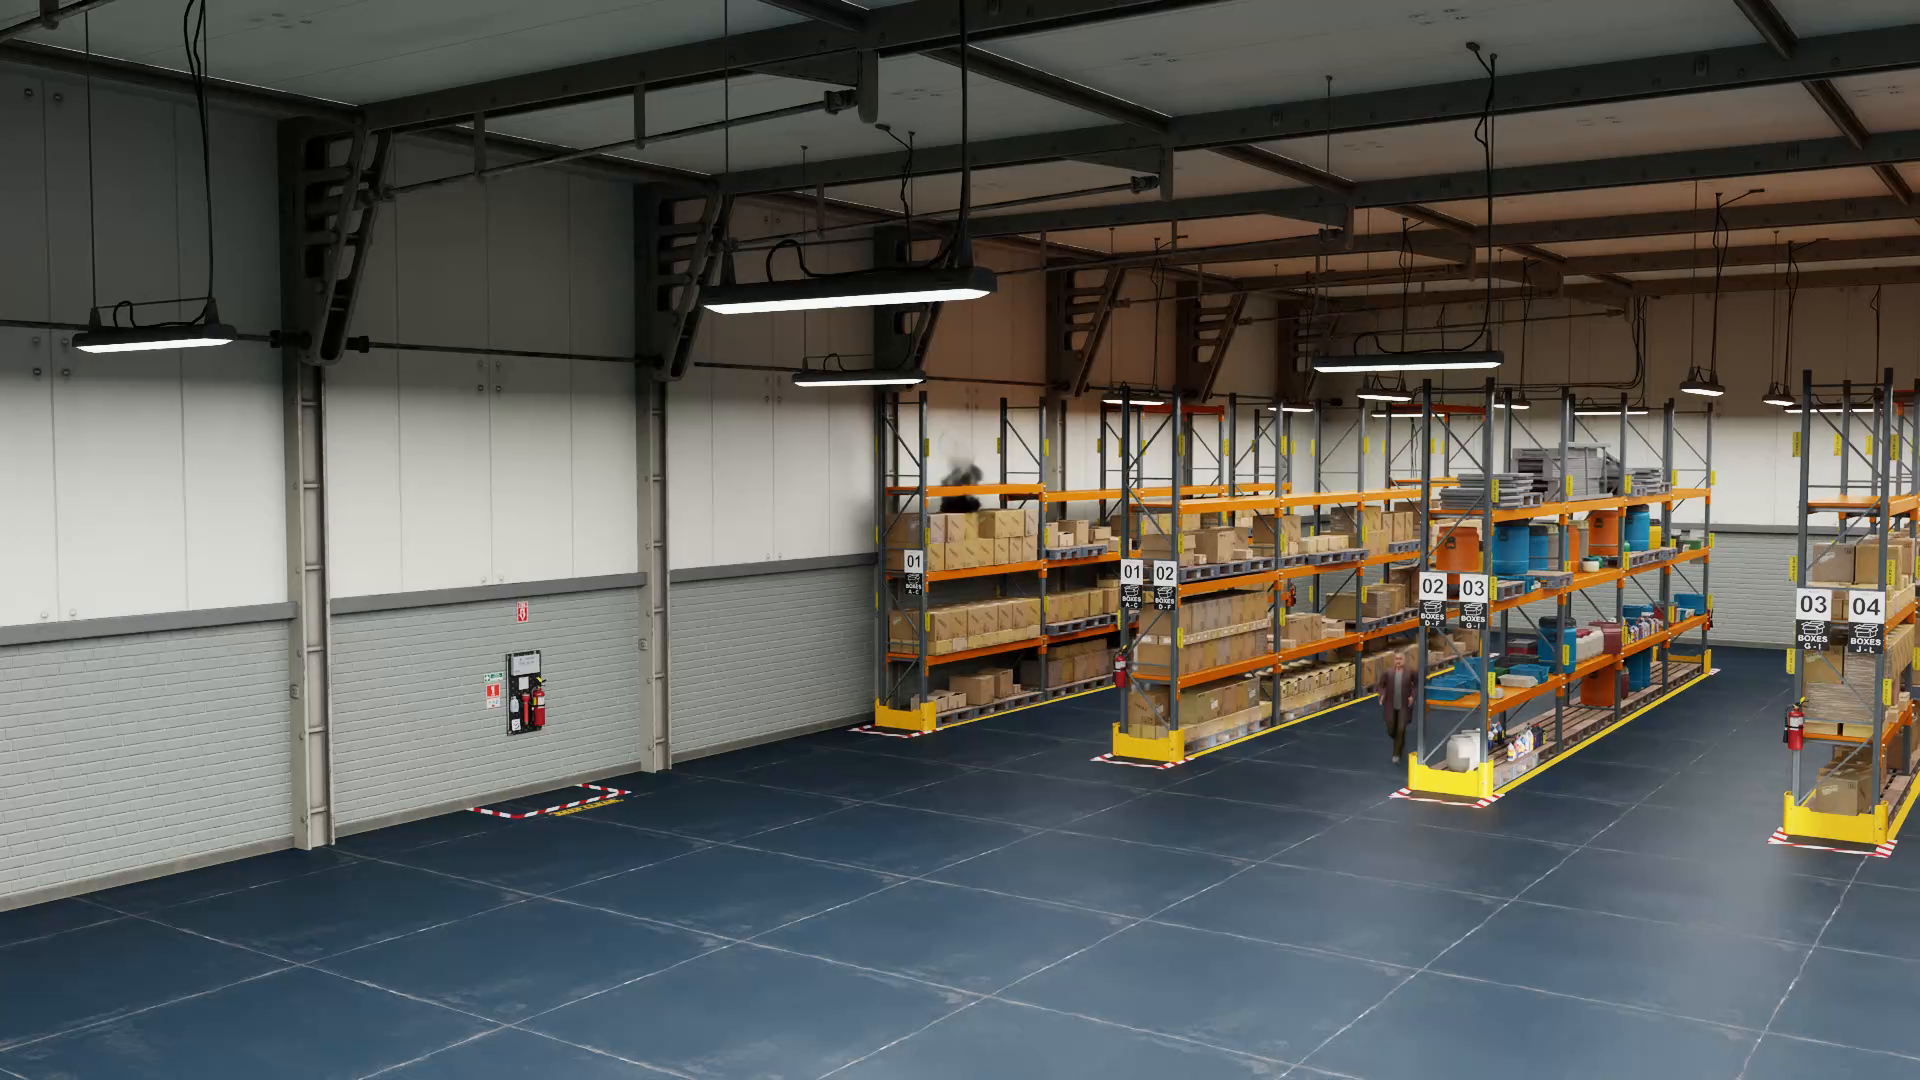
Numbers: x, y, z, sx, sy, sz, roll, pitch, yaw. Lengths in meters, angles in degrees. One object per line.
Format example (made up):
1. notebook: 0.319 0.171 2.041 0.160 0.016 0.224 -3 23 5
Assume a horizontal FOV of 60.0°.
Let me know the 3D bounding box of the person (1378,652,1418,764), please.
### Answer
1. person: 7.028 2.664 26.582 0.711 1.743 0.756 1 3 23

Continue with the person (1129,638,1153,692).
1. person: 3.372 2.426 30.629 0.671 1.798 0.728 1 3 23
